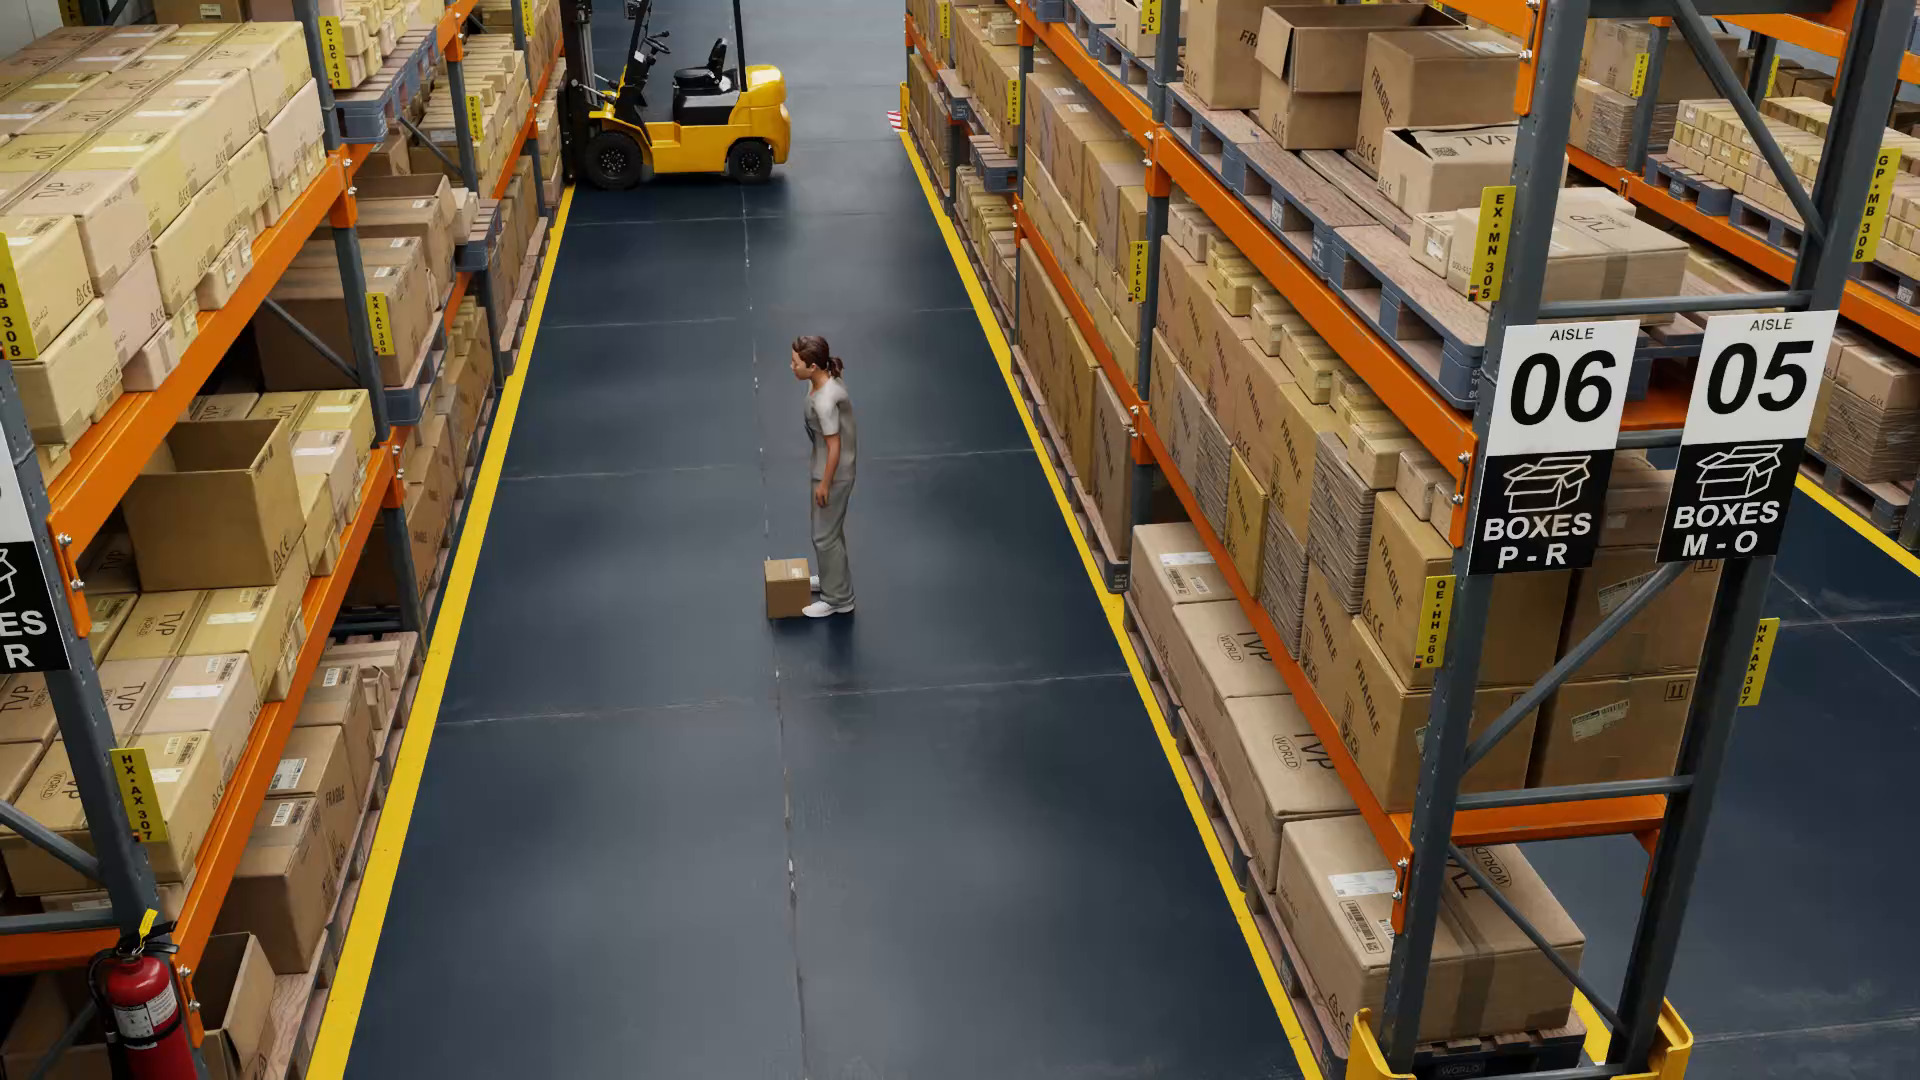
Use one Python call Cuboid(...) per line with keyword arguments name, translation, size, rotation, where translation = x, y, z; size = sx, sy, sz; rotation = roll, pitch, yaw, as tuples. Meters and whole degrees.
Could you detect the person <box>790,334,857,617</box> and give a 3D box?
Cuboid(name="person", translation=(-0.755, -0.374, 9.345), size=(0.355, 1.673, 0.491), rotation=(-4, 27, -7))
